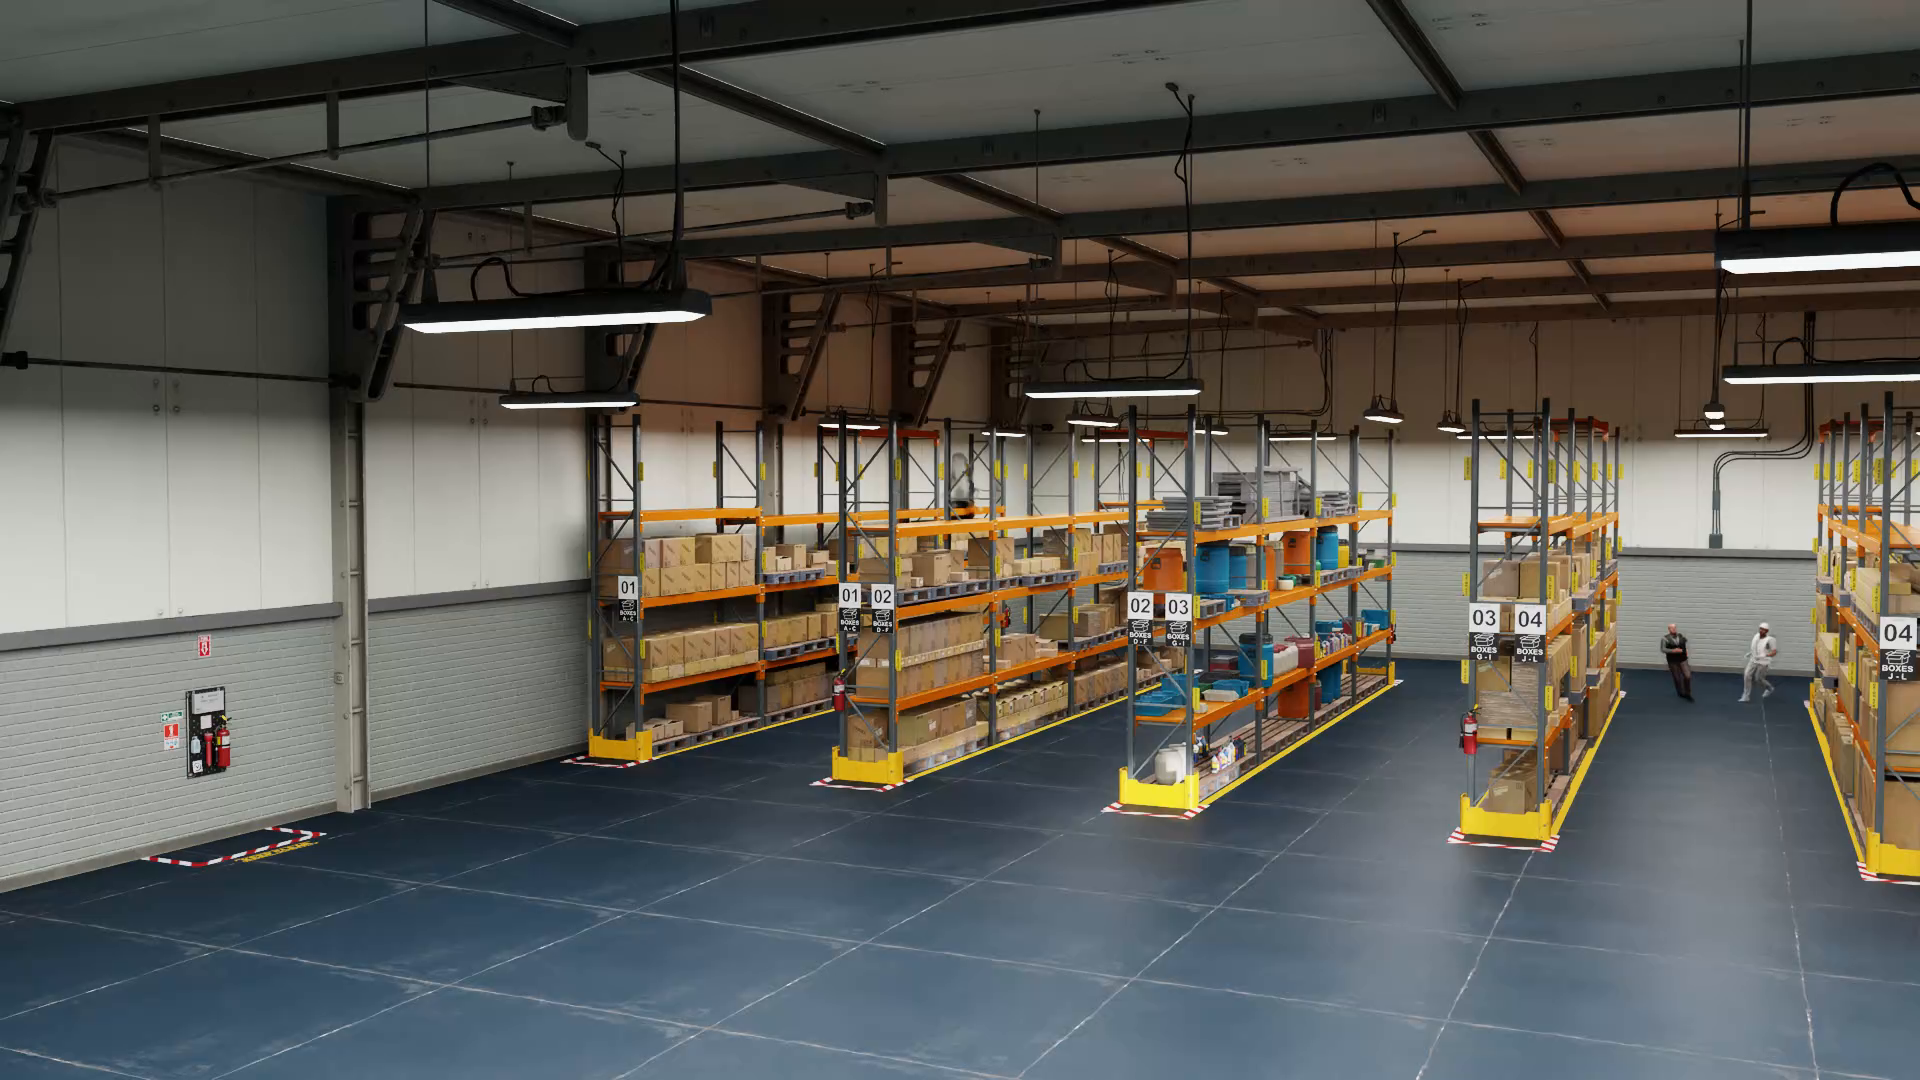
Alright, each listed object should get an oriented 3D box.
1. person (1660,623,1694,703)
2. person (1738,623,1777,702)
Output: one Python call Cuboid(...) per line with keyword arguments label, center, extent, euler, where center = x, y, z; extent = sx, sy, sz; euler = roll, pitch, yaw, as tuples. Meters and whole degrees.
Cuboid(label="person", center=(15.634, 2.684, 36.304), extent=(0.708, 1.747, 0.668), euler=(0, 2, 9))
Cuboid(label="person", center=(17.319, 2.651, 35.919), extent=(0.897, 1.748, 0.728), euler=(-1, 3, -23))
